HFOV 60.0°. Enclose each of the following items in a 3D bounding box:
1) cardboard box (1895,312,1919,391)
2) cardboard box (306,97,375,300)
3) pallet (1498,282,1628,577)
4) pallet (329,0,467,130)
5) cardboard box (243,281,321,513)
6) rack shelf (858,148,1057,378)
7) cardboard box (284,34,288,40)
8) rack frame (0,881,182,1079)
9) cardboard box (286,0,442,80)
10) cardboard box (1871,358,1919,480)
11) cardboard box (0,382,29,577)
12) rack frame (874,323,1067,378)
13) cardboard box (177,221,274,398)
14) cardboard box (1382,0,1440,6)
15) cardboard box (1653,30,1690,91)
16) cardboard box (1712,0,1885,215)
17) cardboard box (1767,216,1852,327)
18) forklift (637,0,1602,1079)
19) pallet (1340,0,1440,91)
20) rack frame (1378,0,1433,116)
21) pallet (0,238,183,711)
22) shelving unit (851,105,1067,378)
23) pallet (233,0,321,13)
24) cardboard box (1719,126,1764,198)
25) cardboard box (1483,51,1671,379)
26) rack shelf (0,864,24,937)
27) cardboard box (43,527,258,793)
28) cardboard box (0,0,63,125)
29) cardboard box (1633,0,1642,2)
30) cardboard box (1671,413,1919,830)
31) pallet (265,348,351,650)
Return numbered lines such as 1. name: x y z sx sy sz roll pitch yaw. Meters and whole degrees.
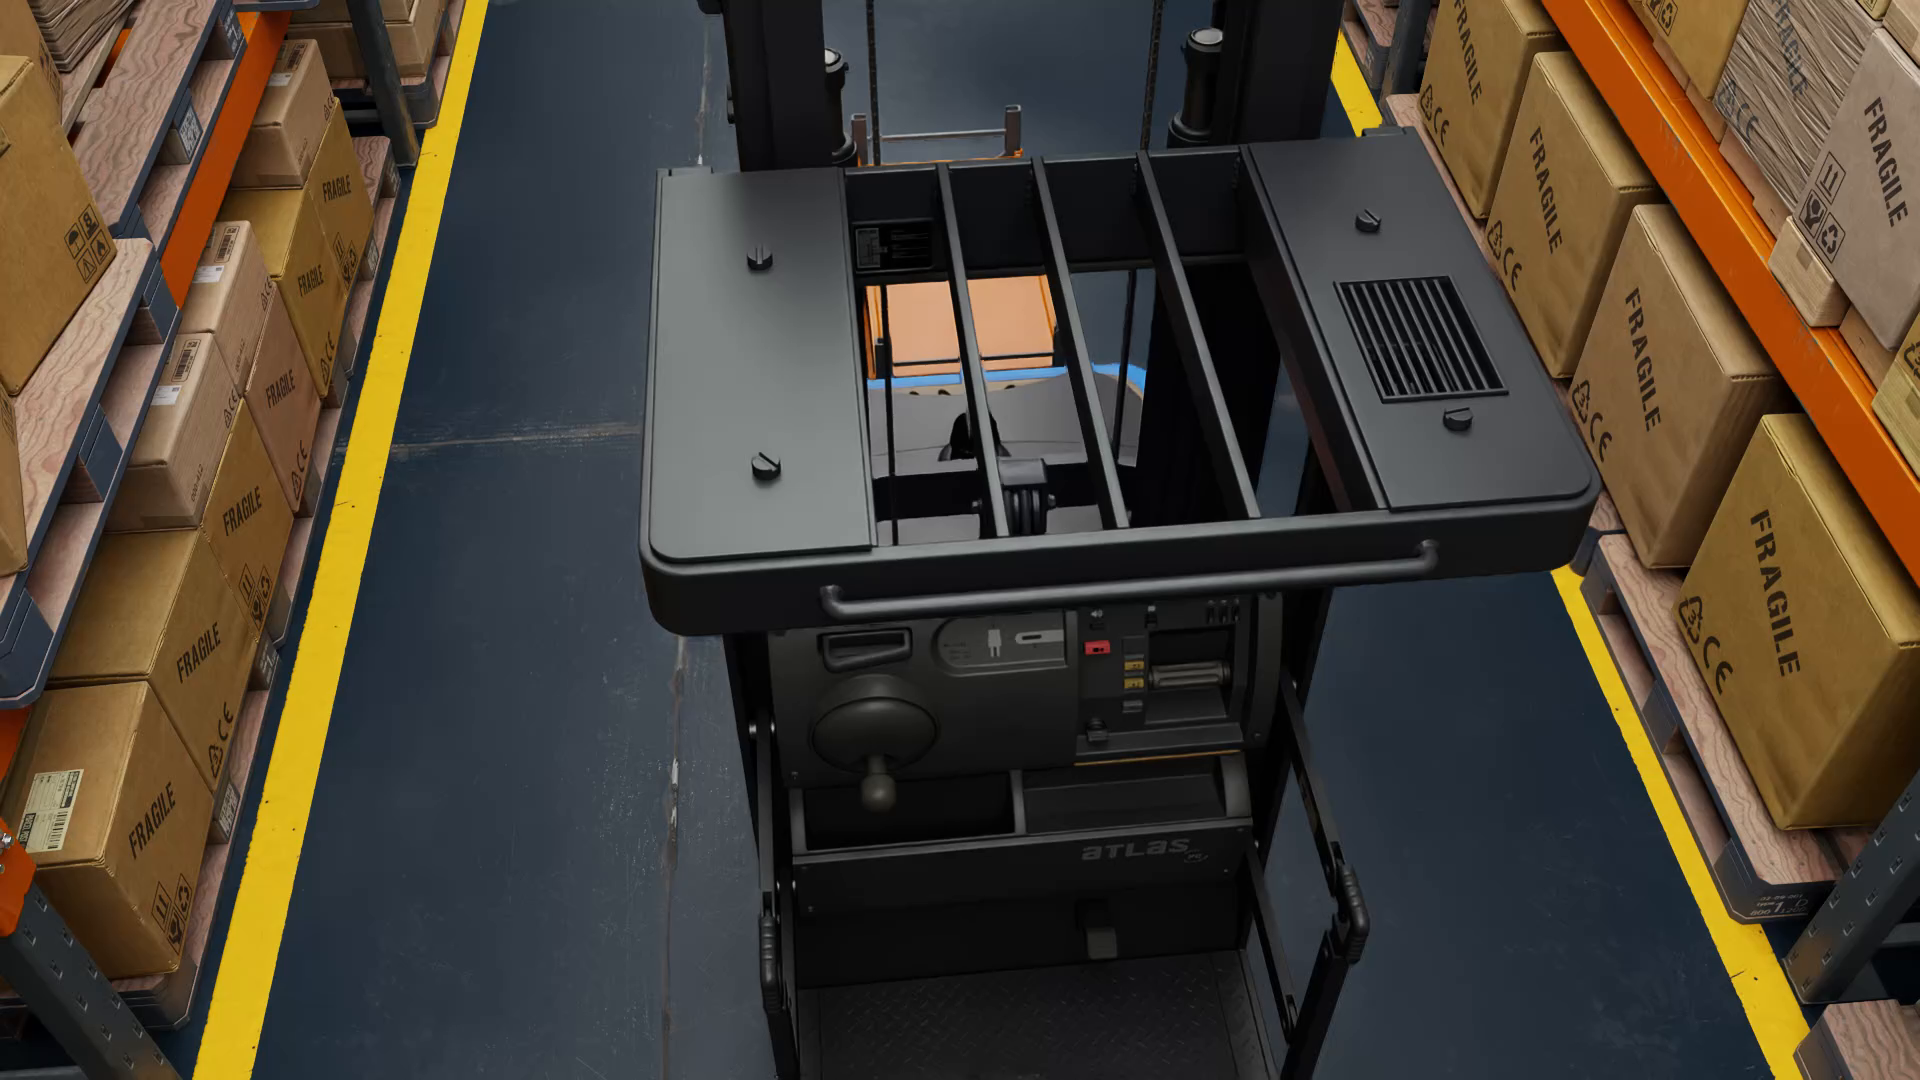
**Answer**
1. cardboard box: 2.300 -0.405 3.280 0.500 0.500 0.500 -4 47 -4
2. cardboard box: -2.368 -1.162 5.703 0.500 0.500 0.500 -2 47 -2
3. pallet: 2.345 -0.422 5.505 1.003 0.211 1.213 -3 47 -3
4. pallet: -2.711 -2.172 7.162 1.003 0.211 1.213 -3 47 -3
5. cardboard box: -2.275 -0.409 4.990 0.500 0.500 0.500 -5 47 -5
6. rack shelf: -0.019 -0.704 4.739 0.538 0.278 1.000 -4 47 -4
7. cardboard box: -2.968 -2.098 6.775 0.500 0.250 0.500 -2 47 -2
8. rack frame: -2.343 0.361 2.842 0.949 2.616 0.053 -3 47 -3
9. cardboard box: -2.432 -2.129 6.805 0.500 0.250 0.500 -4 47 -3
10. cardboard box: 2.235 -0.272 3.601 0.380 0.149 0.250 -3 47 -3
11. cardboard box: -2.163 -0.174 2.991 0.700 0.500 0.500 -18 49 -16
12. rack frame: 0.033 -0.136 4.604 0.500 1.125 0.032 -4 47 -4
13. cardboard box: -2.270 -0.640 4.692 0.500 0.250 0.500 -4 47 -4
14. cardboard box: 2.143 -2.646 7.109 0.700 0.500 0.500 -3 47 -3
15. cardboard box: 2.191 -1.396 4.665 0.380 0.149 0.250 -3 47 -3
16. cardboard box: 2.214 -1.137 3.974 0.500 0.500 0.500 -3 47 -3
17. cardboard box: 2.178 -0.650 3.958 0.380 0.149 0.250 -3 47 -3
18. forklift: 0.147 0.372 2.879 1.130 2.935 3.031 -4 47 -4
19. pallet: 2.191 -2.443 7.419 1.003 0.211 1.213 -3 47 -3
20. rack frame: 2.255 -2.837 5.871 1.000 3.000 0.127 -3 47 -3
21. pallet: -2.304 -0.158 3.466 1.003 0.211 1.213 -3 47 -3
22. shelving unit: -0.019 -0.503 4.952 0.538 1.125 1.048 -4 47 -4
23. pallet: -2.554 -1.981 5.192 1.213 0.211 1.003 -3 47 -3
24. cardboard box: 2.217 -1.012 4.302 0.380 0.149 0.250 -5 47 -4
25. cardboard box: 2.253 -1.068 5.387 0.750 0.750 0.750 -4 47 -3
26. rack shelf: -2.178 2.055 1.733 1.077 0.370 4.000 -3 47 -3
27. cardboard box: -2.199 0.319 4.300 0.500 0.500 0.500 -3 47 -3
28. cardboard box: -2.555 -1.092 3.860 0.700 0.500 0.500 -14 48 -13
29. cardboard box: 2.116 -1.875 4.672 0.500 0.500 0.500 -4 47 -3
30. cardboard box: 2.406 0.190 4.196 0.750 0.750 0.750 -3 47 -3
31. pallet: -2.557 -0.151 5.248 1.003 0.211 1.213 -3 47 -3
